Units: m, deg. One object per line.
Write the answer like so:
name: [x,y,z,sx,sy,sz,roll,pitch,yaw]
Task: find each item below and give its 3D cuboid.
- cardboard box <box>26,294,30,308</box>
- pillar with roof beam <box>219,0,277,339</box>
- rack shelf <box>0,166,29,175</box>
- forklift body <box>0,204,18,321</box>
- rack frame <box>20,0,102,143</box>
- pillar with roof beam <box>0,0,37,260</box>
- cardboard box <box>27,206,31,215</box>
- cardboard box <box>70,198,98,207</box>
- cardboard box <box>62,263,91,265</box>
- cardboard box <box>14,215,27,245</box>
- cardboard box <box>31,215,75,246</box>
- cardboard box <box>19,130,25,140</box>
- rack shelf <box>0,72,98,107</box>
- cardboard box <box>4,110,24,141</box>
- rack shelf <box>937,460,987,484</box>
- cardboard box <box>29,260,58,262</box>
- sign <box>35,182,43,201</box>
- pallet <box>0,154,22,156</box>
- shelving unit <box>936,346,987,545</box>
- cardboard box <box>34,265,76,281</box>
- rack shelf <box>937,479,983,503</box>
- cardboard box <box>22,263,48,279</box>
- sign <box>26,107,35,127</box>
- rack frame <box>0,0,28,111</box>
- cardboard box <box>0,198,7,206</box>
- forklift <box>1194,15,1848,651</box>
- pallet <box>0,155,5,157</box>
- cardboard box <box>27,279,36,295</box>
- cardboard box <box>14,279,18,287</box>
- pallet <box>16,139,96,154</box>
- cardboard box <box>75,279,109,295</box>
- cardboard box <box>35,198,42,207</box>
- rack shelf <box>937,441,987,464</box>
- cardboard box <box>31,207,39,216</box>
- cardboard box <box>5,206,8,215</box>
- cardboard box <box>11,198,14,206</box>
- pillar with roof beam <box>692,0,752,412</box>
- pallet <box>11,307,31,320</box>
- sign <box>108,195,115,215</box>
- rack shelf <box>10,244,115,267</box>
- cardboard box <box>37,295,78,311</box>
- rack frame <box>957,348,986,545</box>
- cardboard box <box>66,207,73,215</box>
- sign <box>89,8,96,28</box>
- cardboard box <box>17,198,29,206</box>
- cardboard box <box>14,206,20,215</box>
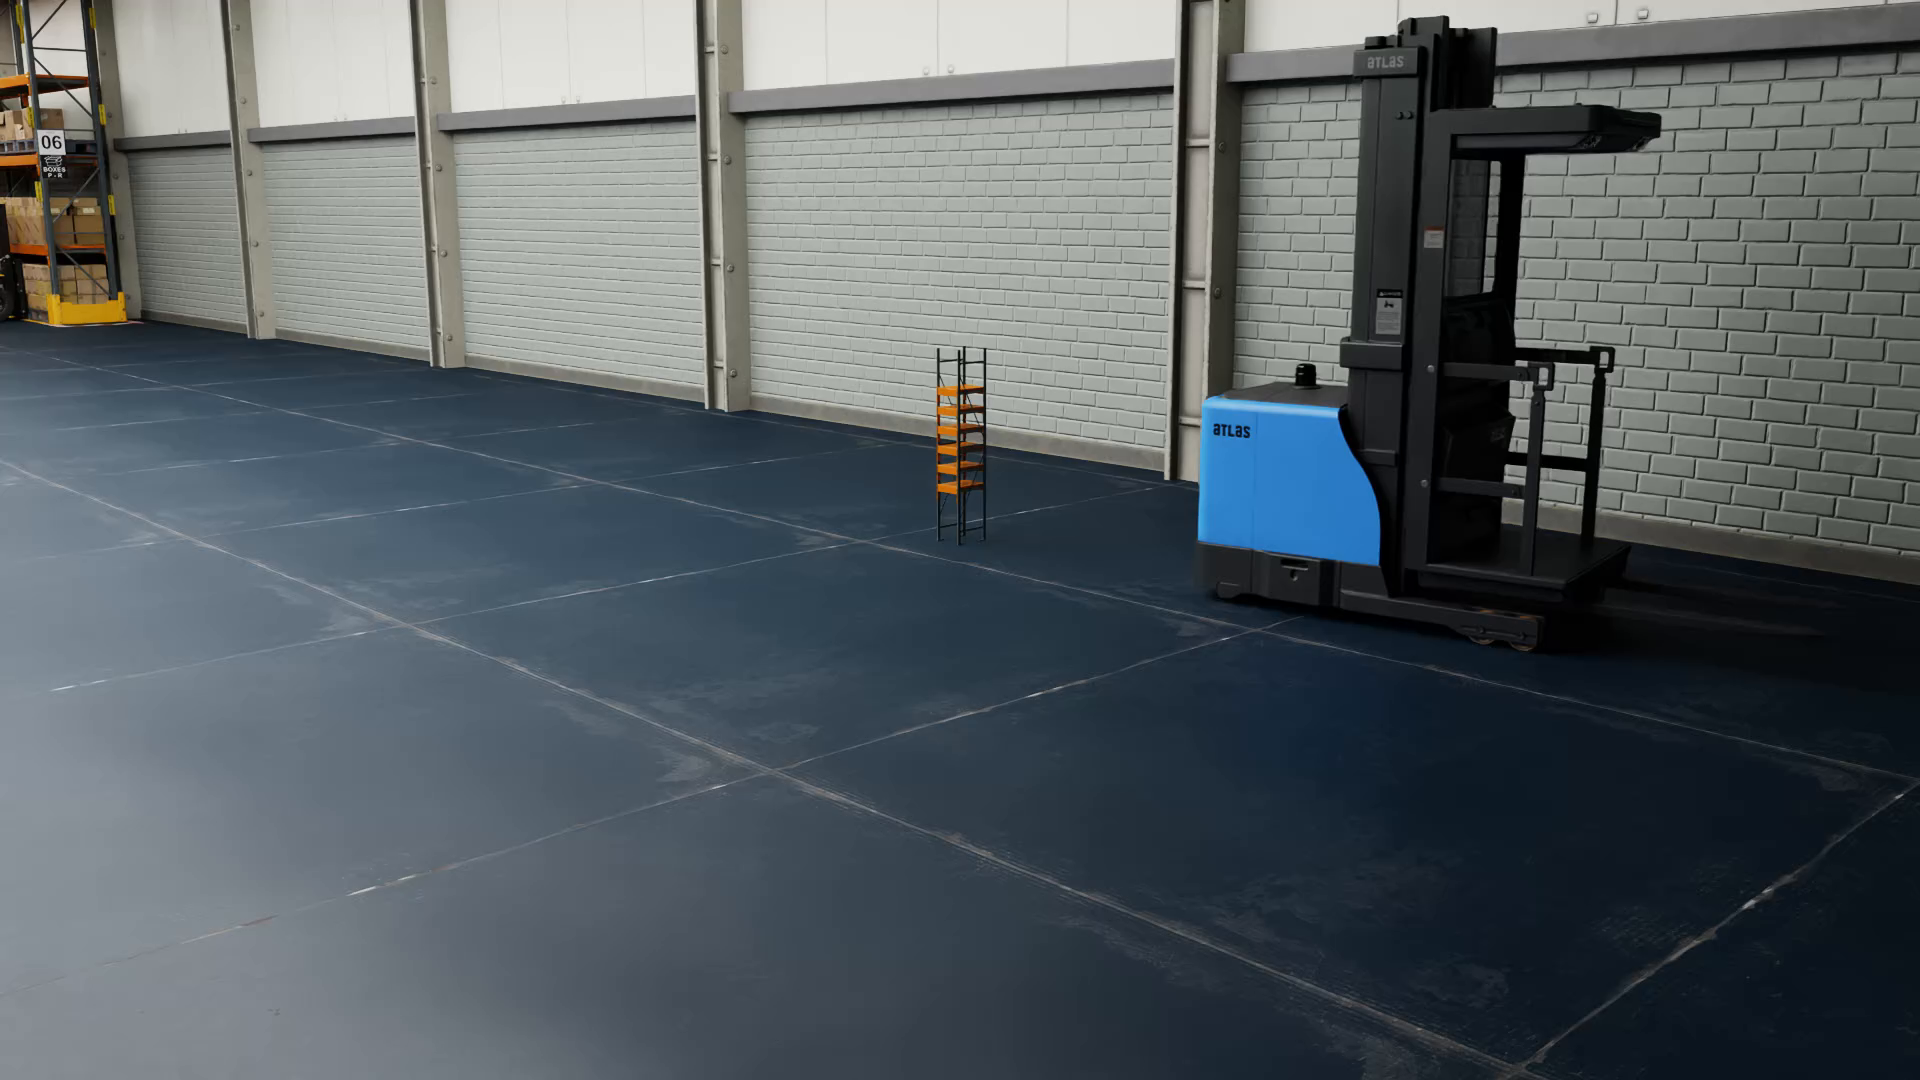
cardboard box: [-16.177,-4.231,29.286,0.500,0.250,0.500,-11,16,-42]
pillar with roof beam: [-13.748,-6.889,21.548,9.100,9.000,0.400,-11,16,-43]
rack shelf: [-19.092,-7.191,32.233,1.077,0.370,4.000,-11,16,-43]
forklift body: [-17.578,-4.806,28.407,2.313,2.155,1.214,-11,16,-43]
rack frame: [-14.949,-8.137,27.607,1.000,3.000,0.127,-11,16,-43]
pillar with roof beam: [-22.035,-8.640,30.048,9.100,9.000,0.400,-11,16,-43]
cardboard box: [-15.887,-5.694,28.762,0.380,0.149,0.250,-11,16,-43]
cardboard box: [-15.026,-5.790,28.489,0.380,0.149,0.250,-11,16,-44]
cardboard box: [-15.491,-4.717,29.167,0.500,0.250,0.500,-11,16,-42]
cardboard box: [-16.184,-5.435,29.110,0.500,0.500,0.500,-11,16,-44]
cardboard box: [-15.478,-5.283,28.373,0.500,0.500,0.500,-11,16,-44]
cardboard box: [-15.740,-6.878,28.264,0.250,0.149,0.380,11,16,44]
rack shelf: [-16.330,-7.881,29.137,1.077,0.370,4.000,-11,16,-43]
cardboard box: [-16.066,-7.166,28.789,0.700,0.500,0.500,-11,16,-42]
rack shelf: [0.010,-0.424,10.313,0.258,0.103,0.180,-11,16,-43]
cardboard box: [-16.870,-5.015,30.614,0.500,0.250,0.500,-11,16,-43]
sign: [-15.351,-5.808,27.714,0.100,0.325,0.005,-11,16,-43]
pallet: [-17.103,-7.088,30.165,1.003,0.211,1.213,-11,16,-43]
shelving unit: [0.010,-0.586,10.280,0.258,1.200,0.189,-11,16,-43]
cardboard box: [-15.492,-4.571,28.462,0.500,0.250,0.500,-10,15,-41]
rack shelf: [0.010,-0.307,10.338,0.258,0.103,0.180,-11,16,-43]
cardboard box: [-16.205,-4.717,29.170,0.500,0.250,0.500,-11,16,-42]
sign: [-15.351,-6.989,27.471,0.100,0.325,0.005,-11,16,-43]
rack frame: [-17.711,-8.721,30.441,1.000,3.000,0.127,-11,16,-43]
cardboard box: [-16.975,-6.060,29.798,0.380,0.149,0.250,-11,16,-43]
forklift: [2.745,-1.032,8.155,3.031,2.935,1.130,8,14,35]
pallet: [-18.329,-7.285,31.379,1.217,0.209,0.805,11,16,43]
cardboard box: [-15.849,-4.405,28.893,0.500,0.250,0.500,-11,16,-43]
cardboard box: [-16.564,-4.551,29.601,0.500,0.250,0.500,-11,16,-43]
pallet: [-15.418,-6.732,28.437,1.003,0.211,1.213,-11,16,-43]
cardboard box: [-15.123,-4.400,28.871,0.500,0.250,0.500,-11,16,-42]
cardboard box: [-15.541,-5.766,28.372,0.380,0.149,0.250,-11,16,-42]
rack shelf: [0.010,-0.542,10.289,0.258,0.103,0.180,-11,16,-43]
cardboard box: [-15.589,-5.610,28.354,0.380,0.149,0.250,-11,16,-42]
cardboard box: [-16.818,-5.875,29.640,0.250,0.149,0.380,11,16,43]
cardboard box: [-16.573,-5.996,29.490,0.380,0.149,0.250,-11,16,-42]
pillar with roof beam: [-5.461,-5.138,13.047,9.100,9.000,0.400,-11,16,-43]
pallet: [-16.345,-4.117,29.871,1.003,0.211,1.213,-11,16,-43]
sign: [-14.543,-5.738,28.488,0.100,0.325,0.005,-11,16,-43]
rack shelf: [-16.330,-5.138,29.702,1.077,0.370,4.000,-11,16,-43]
cardboard box: [-15.502,-4.082,28.567,0.500,0.250,0.500,-11,16,-42]
rack frame: [0.073,-0.572,10.215,0.240,1.200,0.006,-11,16,-43]
cardboard box: [-15.212,-5.678,28.684,0.380,0.149,0.250,-11,16,-43]
sign: [-14.543,-8.749,27.868,0.100,0.325,0.005,-11,16,-43]
cardboard box: [-16.120,-5.870,28.875,0.380,0.149,0.250,-10,16,-41]
cardboard box: [-16.294,-5.761,29.085,0.380,0.149,0.250,-11,16,-42]
